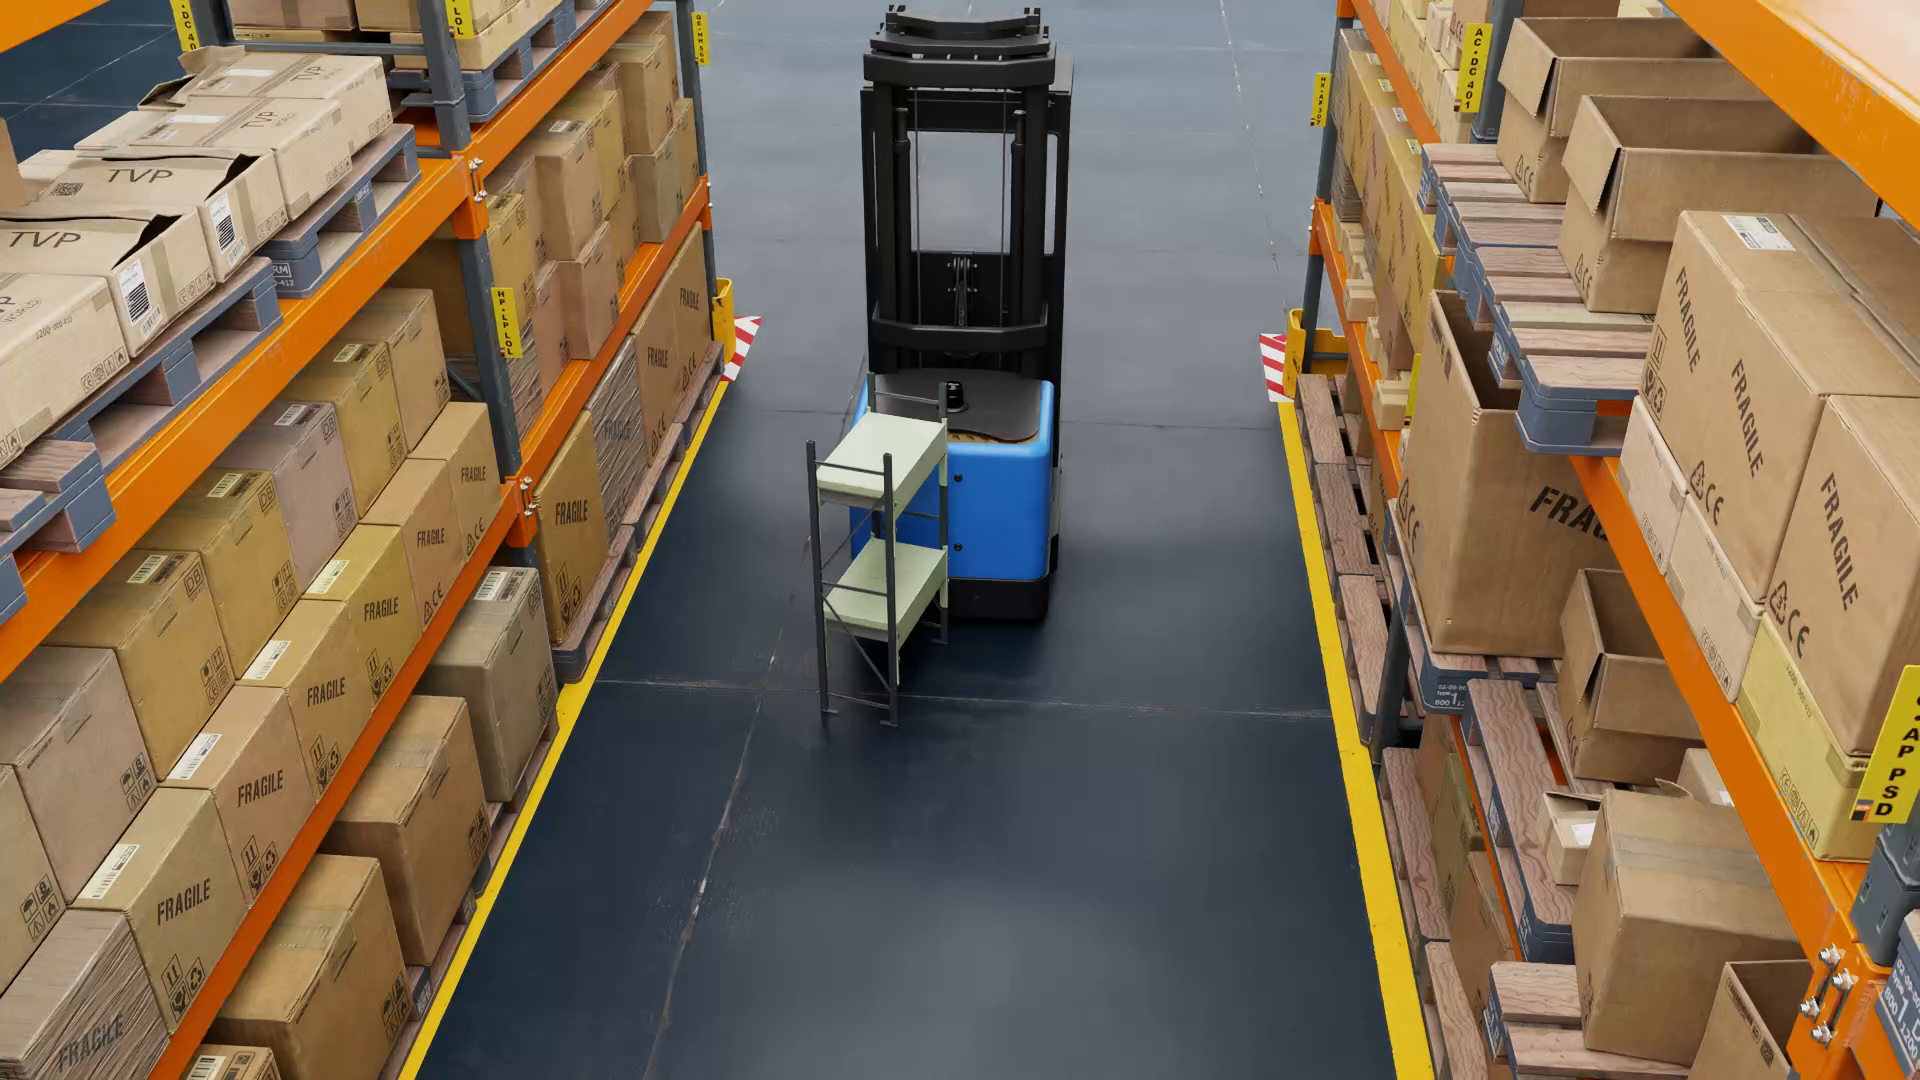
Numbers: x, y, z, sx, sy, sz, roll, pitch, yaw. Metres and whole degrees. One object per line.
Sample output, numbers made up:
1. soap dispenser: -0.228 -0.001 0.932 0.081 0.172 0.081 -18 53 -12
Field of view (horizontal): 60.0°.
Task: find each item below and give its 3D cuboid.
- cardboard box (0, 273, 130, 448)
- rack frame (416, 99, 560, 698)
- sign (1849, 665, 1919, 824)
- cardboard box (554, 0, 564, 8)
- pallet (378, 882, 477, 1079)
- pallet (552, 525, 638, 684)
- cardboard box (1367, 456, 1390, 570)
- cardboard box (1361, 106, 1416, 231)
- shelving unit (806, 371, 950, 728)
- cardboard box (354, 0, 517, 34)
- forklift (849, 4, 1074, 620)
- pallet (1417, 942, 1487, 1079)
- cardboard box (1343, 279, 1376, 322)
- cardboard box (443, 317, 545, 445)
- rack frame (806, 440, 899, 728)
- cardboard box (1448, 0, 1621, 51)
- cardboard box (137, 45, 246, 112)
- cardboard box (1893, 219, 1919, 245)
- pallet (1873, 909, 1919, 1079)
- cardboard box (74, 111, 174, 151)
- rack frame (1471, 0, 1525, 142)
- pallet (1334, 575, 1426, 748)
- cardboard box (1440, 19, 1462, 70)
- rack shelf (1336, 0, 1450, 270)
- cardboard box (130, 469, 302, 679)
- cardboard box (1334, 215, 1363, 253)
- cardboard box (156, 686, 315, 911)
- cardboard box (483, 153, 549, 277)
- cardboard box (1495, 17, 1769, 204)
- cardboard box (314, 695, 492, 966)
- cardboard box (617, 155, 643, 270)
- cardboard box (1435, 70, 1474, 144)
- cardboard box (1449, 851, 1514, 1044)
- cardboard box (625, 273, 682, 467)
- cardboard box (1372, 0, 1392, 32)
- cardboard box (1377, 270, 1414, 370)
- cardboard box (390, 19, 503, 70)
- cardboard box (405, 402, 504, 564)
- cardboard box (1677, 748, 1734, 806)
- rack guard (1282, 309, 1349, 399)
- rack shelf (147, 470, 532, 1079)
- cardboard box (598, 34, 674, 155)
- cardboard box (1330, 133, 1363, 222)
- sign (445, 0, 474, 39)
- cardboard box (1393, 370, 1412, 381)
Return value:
1. cardboard box: -2.501 -0.466 4.215 0.500 0.250 0.500 3 32 5
2. rack frame: -2.495 -0.492 7.469 1.000 3.000 0.127 2 32 4
3. sign: 1.574 0.343 2.762 0.100 0.325 0.005 2 32 4
4. cardboard box: -2.045 -2.591 7.760 0.380 0.149 0.250 2 32 3
5. pallet: -2.579 1.742 6.503 1.003 0.211 1.213 2 32 4
6. pallet: -2.355 0.301 8.840 1.003 0.211 1.213 2 32 4
7. cardboard box: 2.524 -0.177 8.940 0.500 0.500 0.500 0 32 0
8. cardboard box: 2.328 -1.853 8.346 0.500 0.500 0.500 2 32 4
9. shelving unit: -0.372 0.050 8.020 0.431 1.500 0.755 10 33 16
10. cardboard box: -2.176 -2.296 6.902 0.500 0.250 0.500 3 32 4
11. forklift: 0.049 -1.577 9.296 1.130 2.935 3.031 2 32 4
12. pallet: 2.282 2.007 6.072 1.003 0.211 1.213 2 32 4
13. cardboard box: 2.287 -1.292 9.008 0.380 0.149 0.250 2 32 4
14. cardboard box: -2.477 -0.749 7.743 0.875 0.550 0.550 2 32 4
15. rack frame: -0.491 0.231 7.726 0.400 1.500 0.023 10 33 16
16. cardboard box: 2.223 -2.132 6.416 0.500 0.500 0.500 2 32 3
17. cardboard box: -2.793 -1.628 6.086 0.258 0.266 0.396 2 32 3
18. cardboard box: 2.488 -0.431 3.939 0.500 0.500 0.500 2 32 3
19. pallet: 2.115 1.007 2.358 1.213 0.211 1.003 4 32 6
20. cardboard box: -2.826 -1.351 5.749 0.250 0.149 0.380 2 32 4
21. rack frame: 2.441 -2.781 5.465 1.000 3.000 0.127 2 32 4
22. pallet: 2.460 0.608 8.343 1.003 0.211 1.213 2 32 4
23. cardboard box: 2.226 -2.063 6.922 0.380 0.149 0.250 1 32 2
24. rack shelf: 2.603 -2.243 8.138 1.077 0.370 4.000 2 32 4
25. cardboard box: -2.653 0.097 5.465 0.700 0.500 0.500 2 32 3
26. cardboard box: 2.431 -1.813 9.852 0.380 0.149 0.250 2 32 4
27. cardboard box: -2.435 0.805 5.270 0.500 0.500 0.500 2 32 4
28. cardboard box: -2.502 -1.499 7.932 0.875 0.550 0.550 2 32 4
29. cardboard box: 2.304 -1.485 5.723 0.797 0.503 0.637 1 32 2
30. cardboard box: -2.538 1.120 6.598 1.050 0.750 0.750 2 32 4
31. cardboard box: -2.348 -1.875 9.571 0.875 0.550 0.550 2 32 4
32. cardboard box: 2.217 -1.690 6.697 0.500 0.250 0.500 4 32 6
33. cardboard box: 2.266 1.511 6.182 0.700 0.500 0.500 0 32 0
34. cardboard box: -2.228 -1.040 9.983 0.875 0.875 0.875 2 32 3
35. cardboard box: 2.389 -2.762 8.437 0.500 0.250 0.500 2 32 4
36. cardboard box: 2.555 -1.154 8.166 0.875 0.500 0.500 2 32 4
37. cardboard box: -2.126 -2.059 6.897 0.380 0.149 0.250 2 32 3
38. cardboard box: -2.271 -0.250 6.981 0.500 0.500 0.500 2 32 4
39. cardboard box: 2.481 0.883 4.981 0.500 0.250 0.500 2 32 3
40. rack guard: 2.760 -1.215 11.025 1.175 0.500 0.348 2 32 4
41. rack shelf: -2.658 0.860 5.961 1.077 0.370 4.000 2 32 4
42. cardboard box: -2.191 -2.623 9.755 0.875 0.550 0.550 2 32 4
43. cardboard box: 2.694 -2.201 9.864 0.875 0.500 0.500 2 32 4
44. sign: -1.953 -2.105 6.434 0.100 0.325 0.005 2 32 4
45. cardboard box: 2.336 -0.764 8.150 0.380 0.149 0.250 2 32 4
